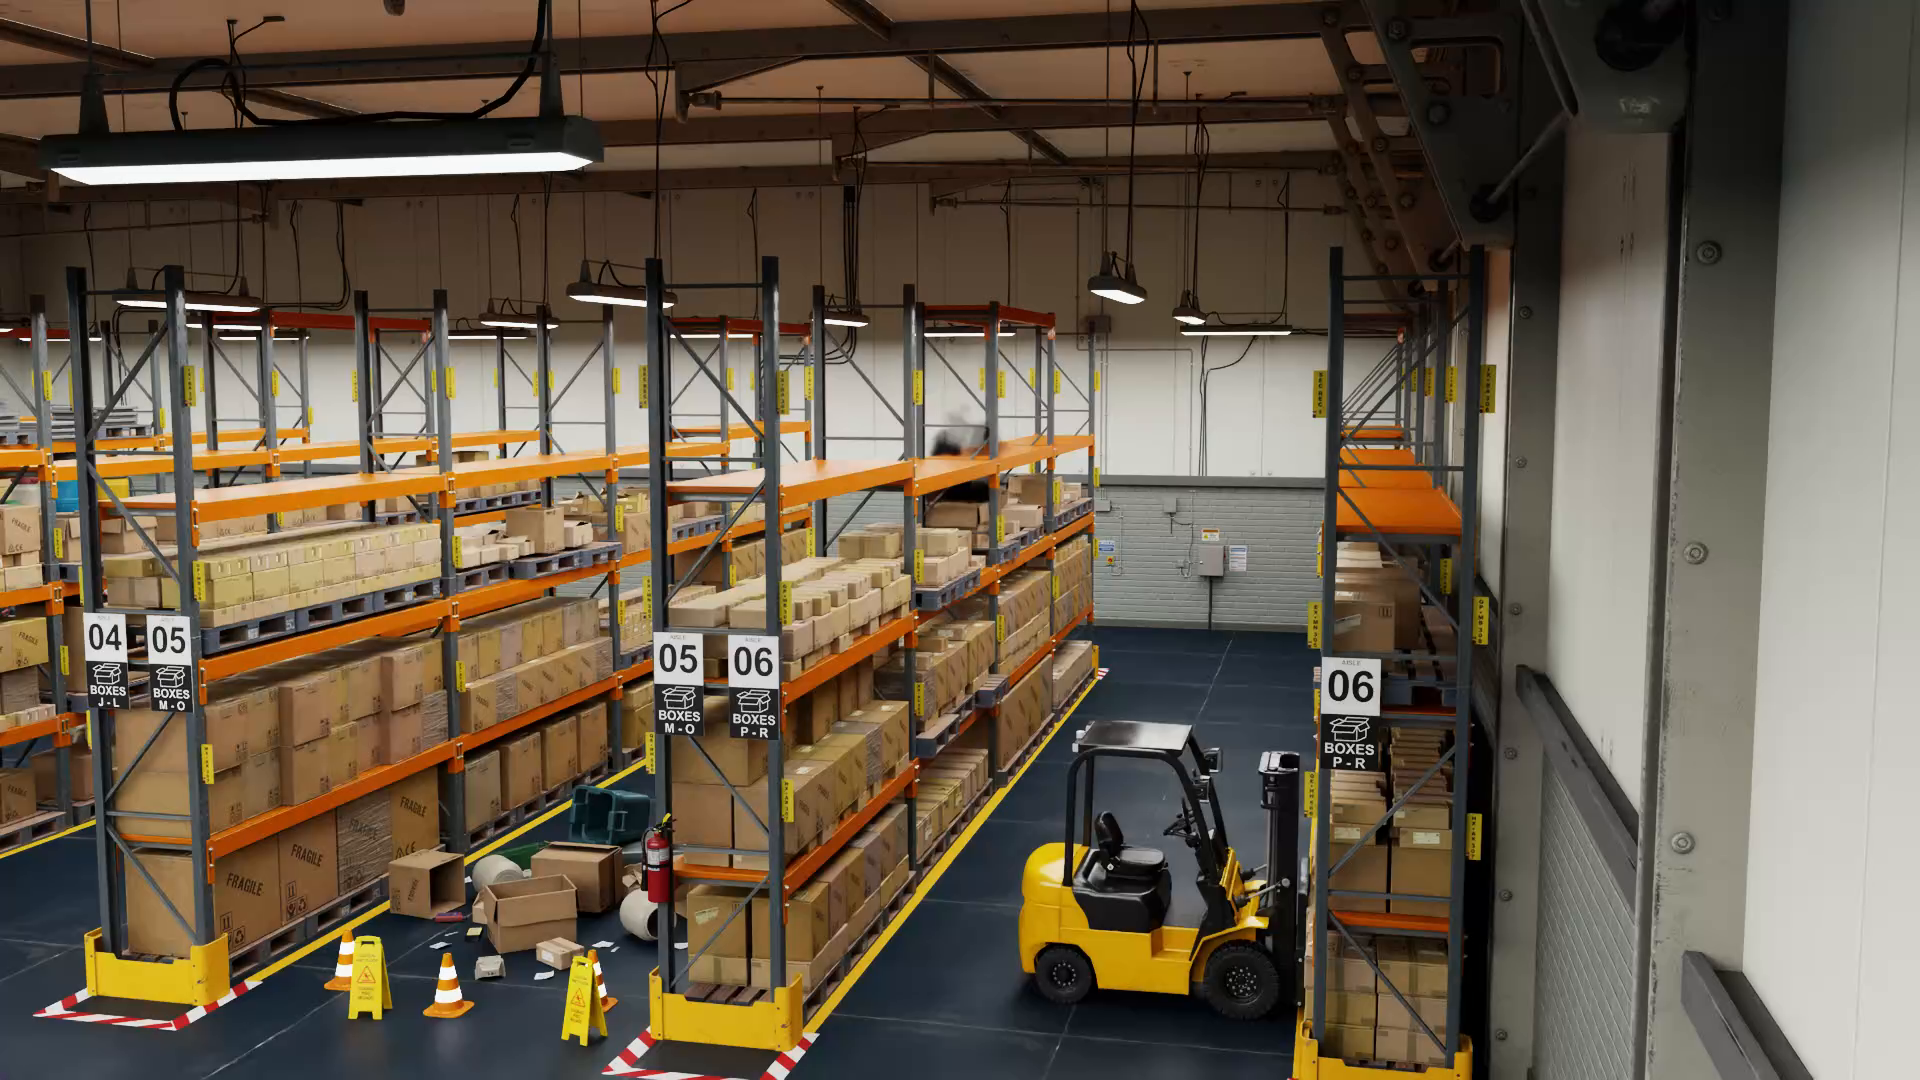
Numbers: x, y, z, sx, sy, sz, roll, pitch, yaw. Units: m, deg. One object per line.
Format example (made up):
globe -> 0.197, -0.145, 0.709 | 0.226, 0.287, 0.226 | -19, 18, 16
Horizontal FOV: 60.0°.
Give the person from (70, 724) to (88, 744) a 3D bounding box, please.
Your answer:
person -> -11.384, 2.100, 21.547 | 0.667, 1.763, 0.860 | 0, 6, 3
